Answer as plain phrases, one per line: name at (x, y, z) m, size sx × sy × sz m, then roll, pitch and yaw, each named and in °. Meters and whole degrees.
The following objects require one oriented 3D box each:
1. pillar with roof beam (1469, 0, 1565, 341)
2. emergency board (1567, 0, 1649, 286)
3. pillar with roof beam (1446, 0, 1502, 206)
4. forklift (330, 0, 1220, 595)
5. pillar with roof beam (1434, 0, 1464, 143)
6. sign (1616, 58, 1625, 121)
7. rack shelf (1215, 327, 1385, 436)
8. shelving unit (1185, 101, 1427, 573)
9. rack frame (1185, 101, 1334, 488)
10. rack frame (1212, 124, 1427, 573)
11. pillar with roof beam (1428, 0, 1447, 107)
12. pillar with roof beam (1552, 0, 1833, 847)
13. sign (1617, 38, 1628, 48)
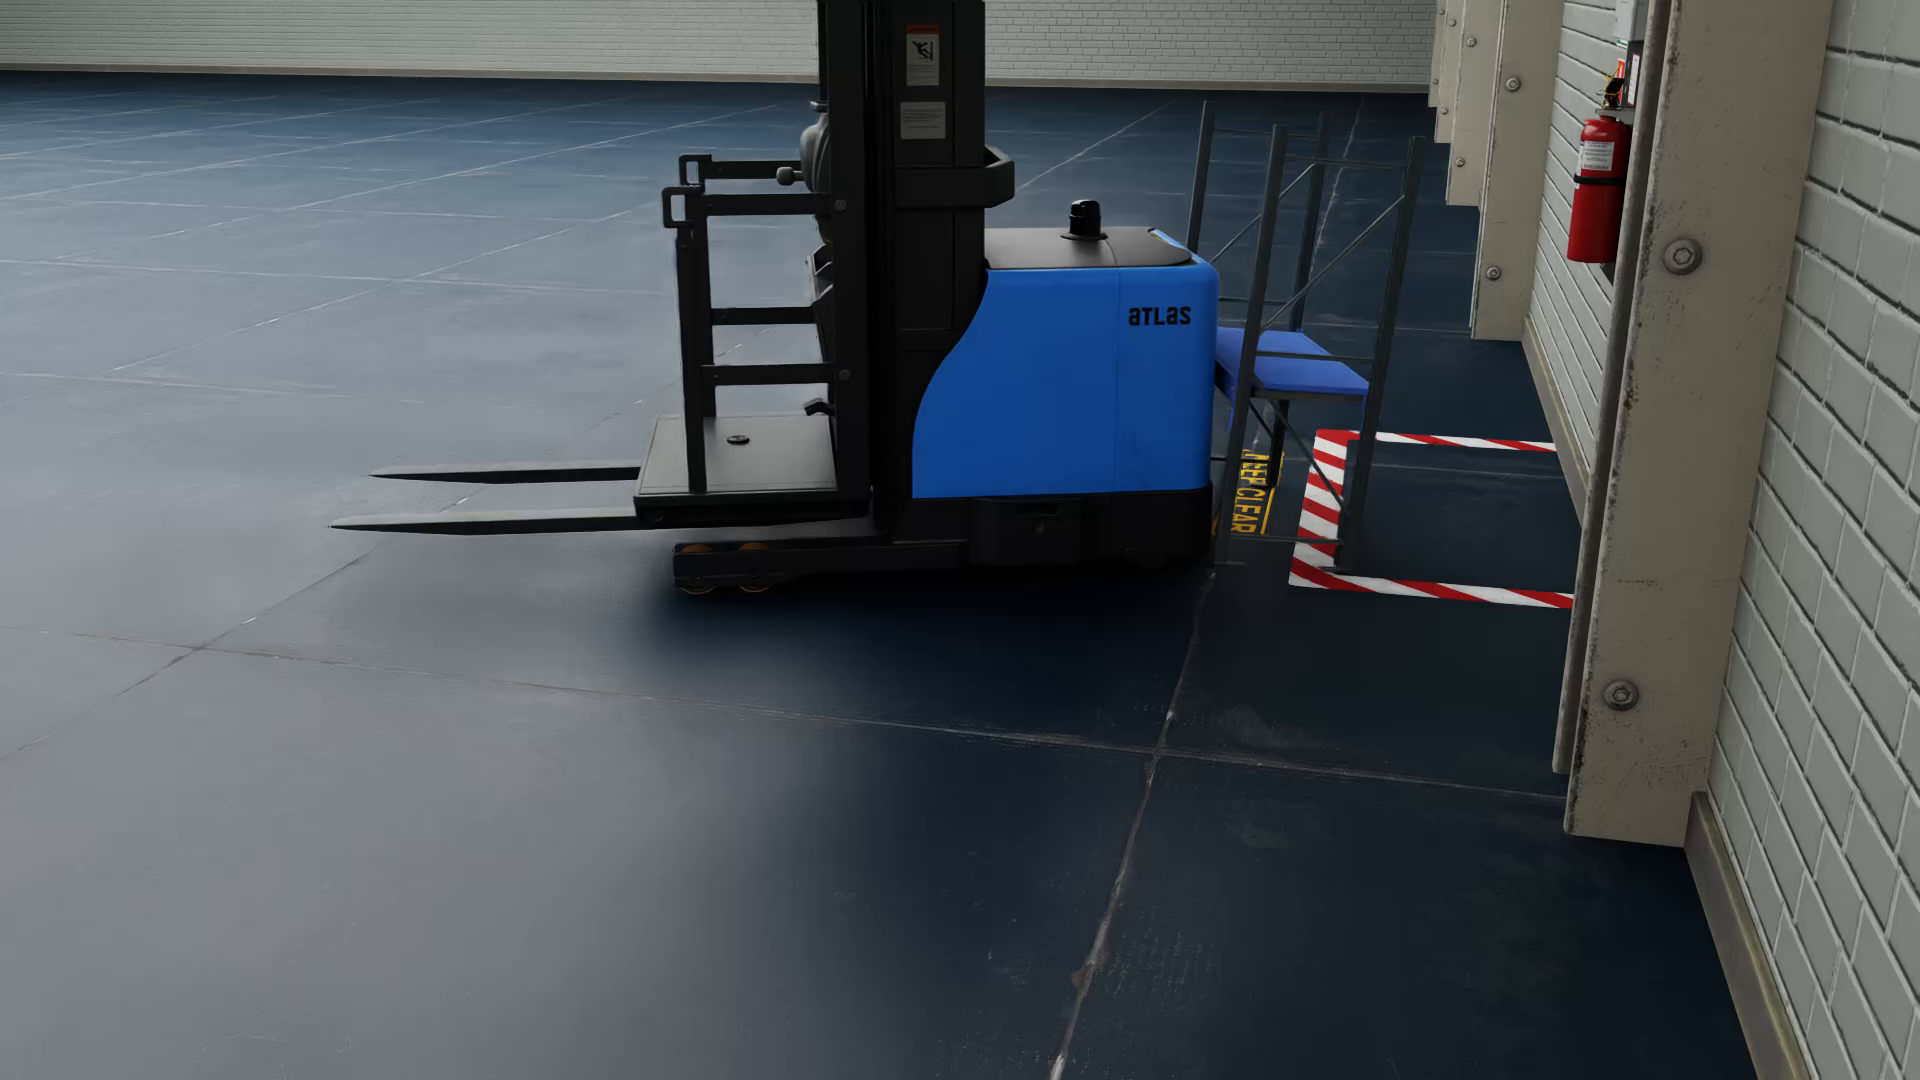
pillar with roof beam at (-1.026, -5.808, 9.271) m, size 9.100 × 9.000 × 0.400 m, roll 5°, pitch 19°, yaw 13°
emergency board at (2.324, -1.520, 5.998) m, size 0.194 × 1.169 × 0.643 m, roll 5°, pitch 19°, yaw 13°
pillar with roof beam at (0.440, -7.689, 14.777) m, size 9.100 × 9.000 × 0.400 m, roll 5°, pitch 19°, yaw 13°
forklift at (-0.665, -1.382, 5.698) m, size 3.031 × 2.935 × 1.130 m, roll -2°, pitch 19°, yaw -6°
pillar with roof beam at (1.906, -9.570, 20.283) m, size 9.100 × 9.000 × 0.400 m, roll 5°, pitch 19°, yaw 13°
sign at (2.559, -1.703, 6.476) m, size 0.001 × 0.329 × 0.234 m, roll 5°, pitch 19°, yaw 13°
rack shelf at (1.139, -0.606, 6.139) m, size 0.538 × 0.185 × 1.000 m, roll 3°, pitch 18°, yaw -6°
shelving unit at (1.154, -0.776, 6.082) m, size 0.538 × 1.500 × 1.048 m, roll 3°, pitch 18°, yaw -6°
rack frame at (1.112, -0.940, 6.562) m, size 0.500 × 1.500 × 0.032 m, roll 3°, pitch 18°, yaw -6°
rack frame at (1.196, -0.613, 5.603) m, size 0.500 × 1.500 × 0.032 m, roll 3°, pitch 18°, yaw -6°
pillar with roof beam at (3.372, -11.450, 25.789) m, size 9.100 × 9.000 × 0.400 m, roll 5°, pitch 19°, yaw 13°
pillar with roof beam at (-2.492, -3.928, 3.765) m, size 9.100 × 9.000 × 0.400 m, roll 5°, pitch 19°, yaw 13°
sign at (2.549, -1.953, 6.388) m, size 0.001 × 0.109 × 0.331 m, roll 5°, pitch 19°, yaw 13°
